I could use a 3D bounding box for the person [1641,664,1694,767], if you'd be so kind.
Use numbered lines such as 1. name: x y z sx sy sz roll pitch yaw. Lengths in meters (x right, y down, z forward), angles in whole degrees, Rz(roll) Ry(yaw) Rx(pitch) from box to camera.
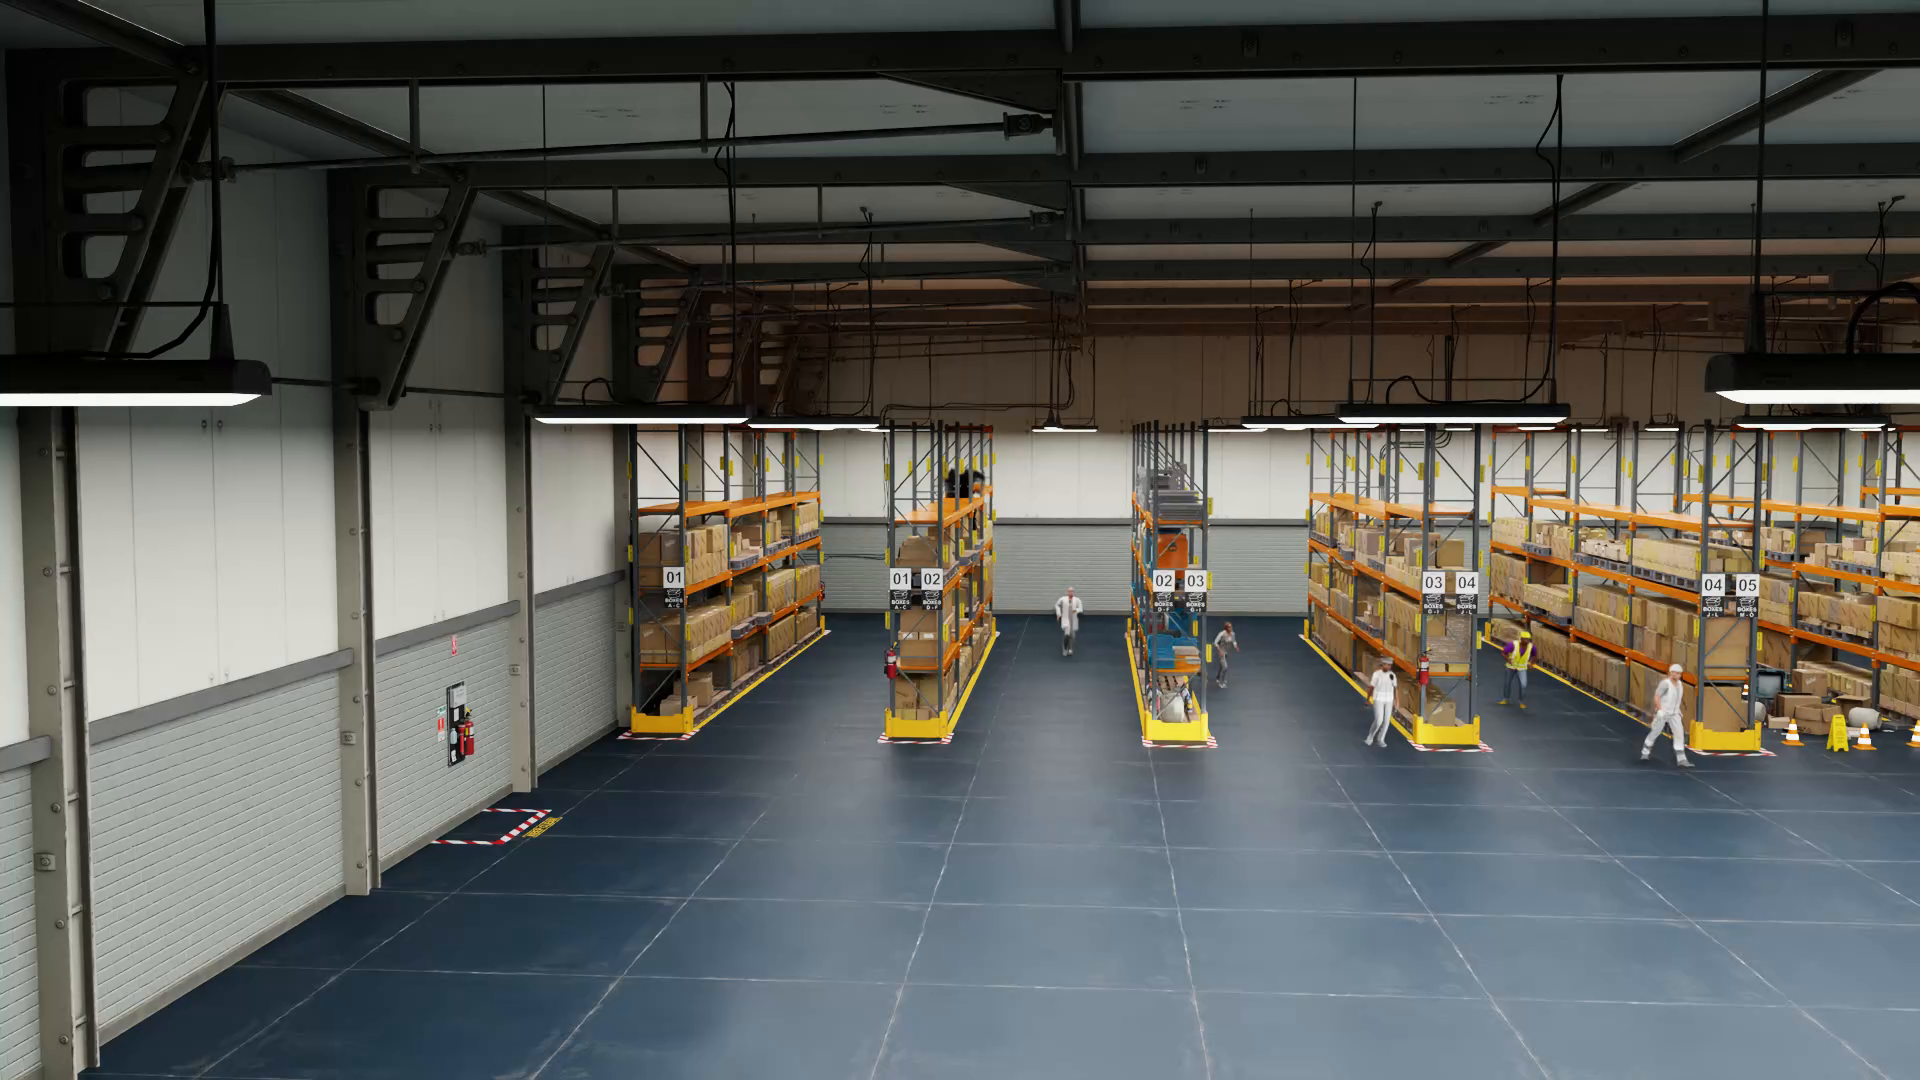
1. person: 12.224 2.992 28.670 0.705 1.727 1.002 -2 4 -25

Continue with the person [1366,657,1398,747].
1. person: 7.722 2.957 30.398 0.534 1.664 0.463 -1 4 -9

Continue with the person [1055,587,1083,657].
1. person: 2.843 2.120 43.014 0.657 1.790 0.764 0 4 -7

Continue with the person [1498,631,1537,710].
1. person: 11.718 2.715 34.913 0.754 1.666 0.789 1 4 16

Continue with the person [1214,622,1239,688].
1. person: 6.016 2.600 37.765 0.601 1.524 0.797 -2 4 -32
